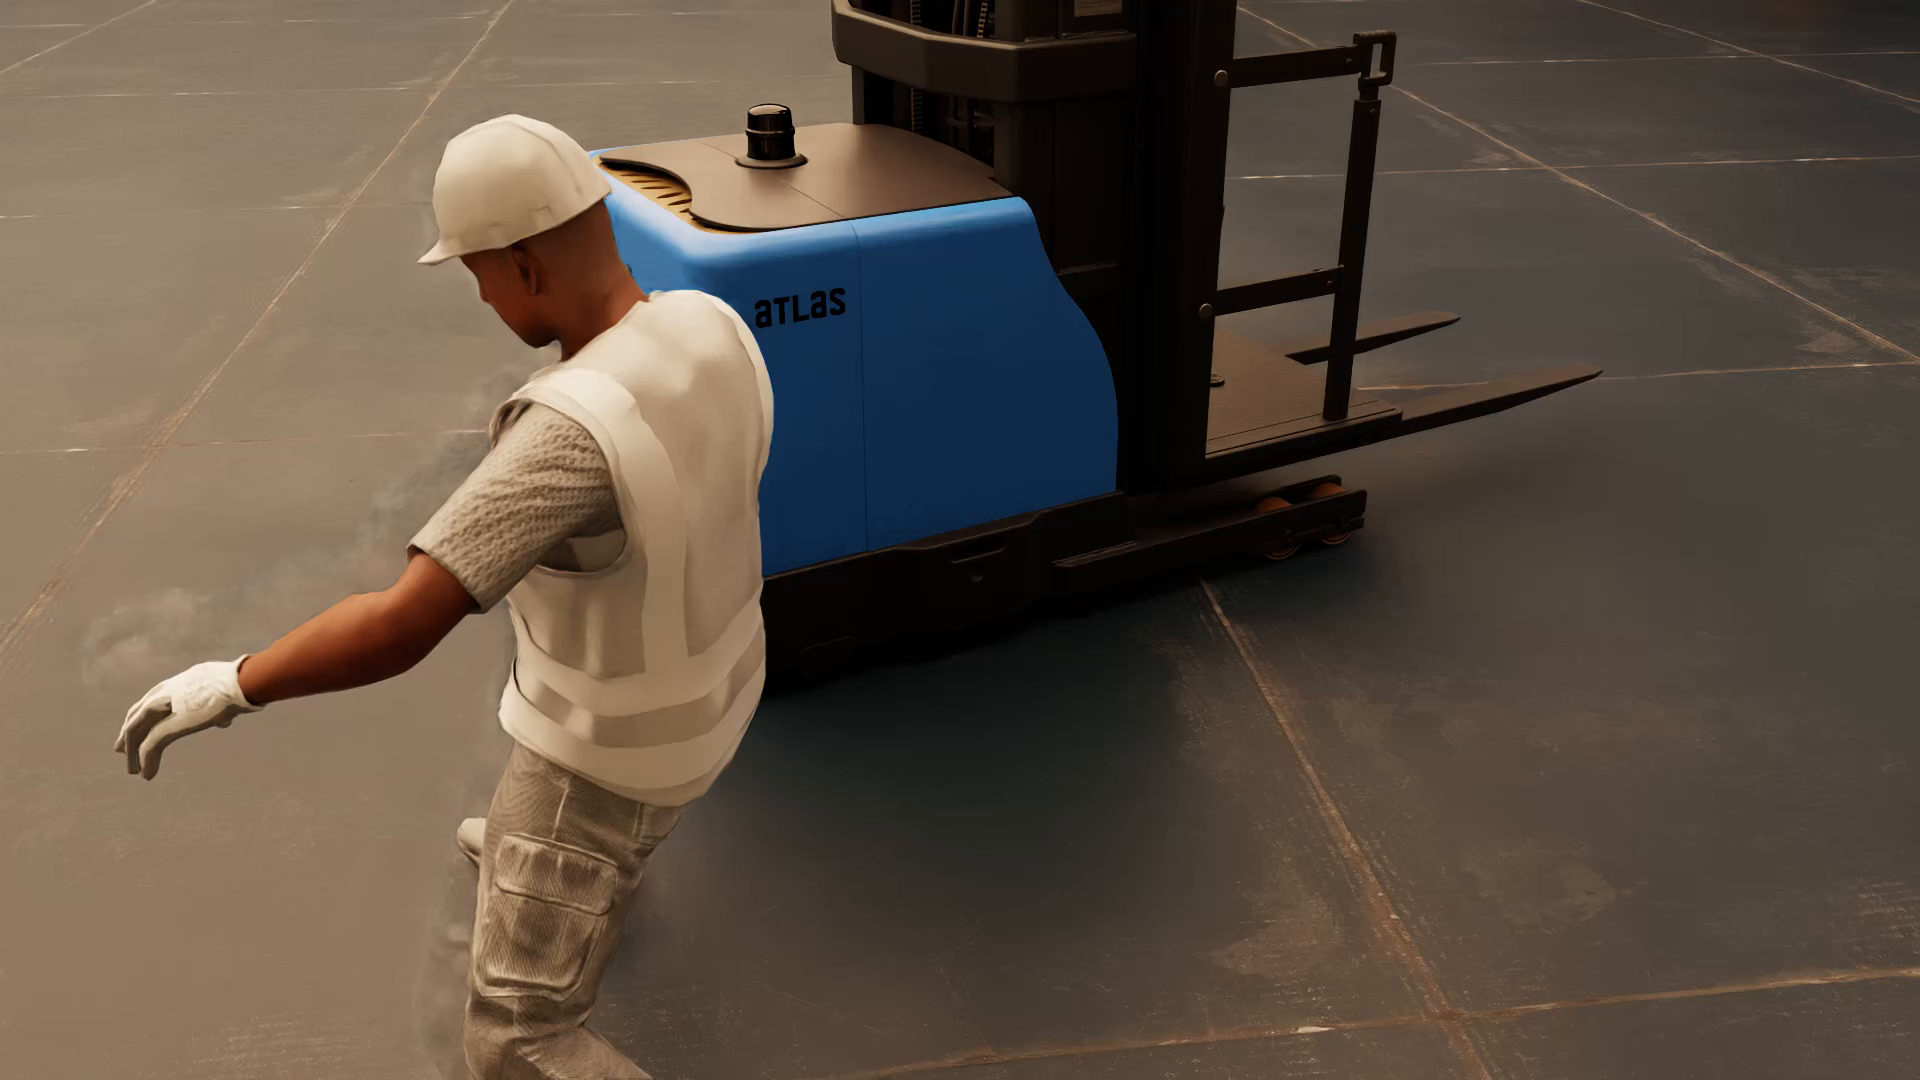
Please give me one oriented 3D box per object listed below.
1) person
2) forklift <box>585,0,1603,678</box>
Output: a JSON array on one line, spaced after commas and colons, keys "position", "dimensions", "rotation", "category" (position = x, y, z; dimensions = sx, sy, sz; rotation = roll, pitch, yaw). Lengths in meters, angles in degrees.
[{"position": [-0.621, 0.190, 2.402], "dimensions": [1.020, 1.586, 1.140], "rotation": [7, 27, 14], "category": "person"}, {"position": [0.529, -1.451, 4.240], "dimensions": [3.031, 2.935, 1.130], "rotation": [-14, 29, -26], "category": "forklift"}]
